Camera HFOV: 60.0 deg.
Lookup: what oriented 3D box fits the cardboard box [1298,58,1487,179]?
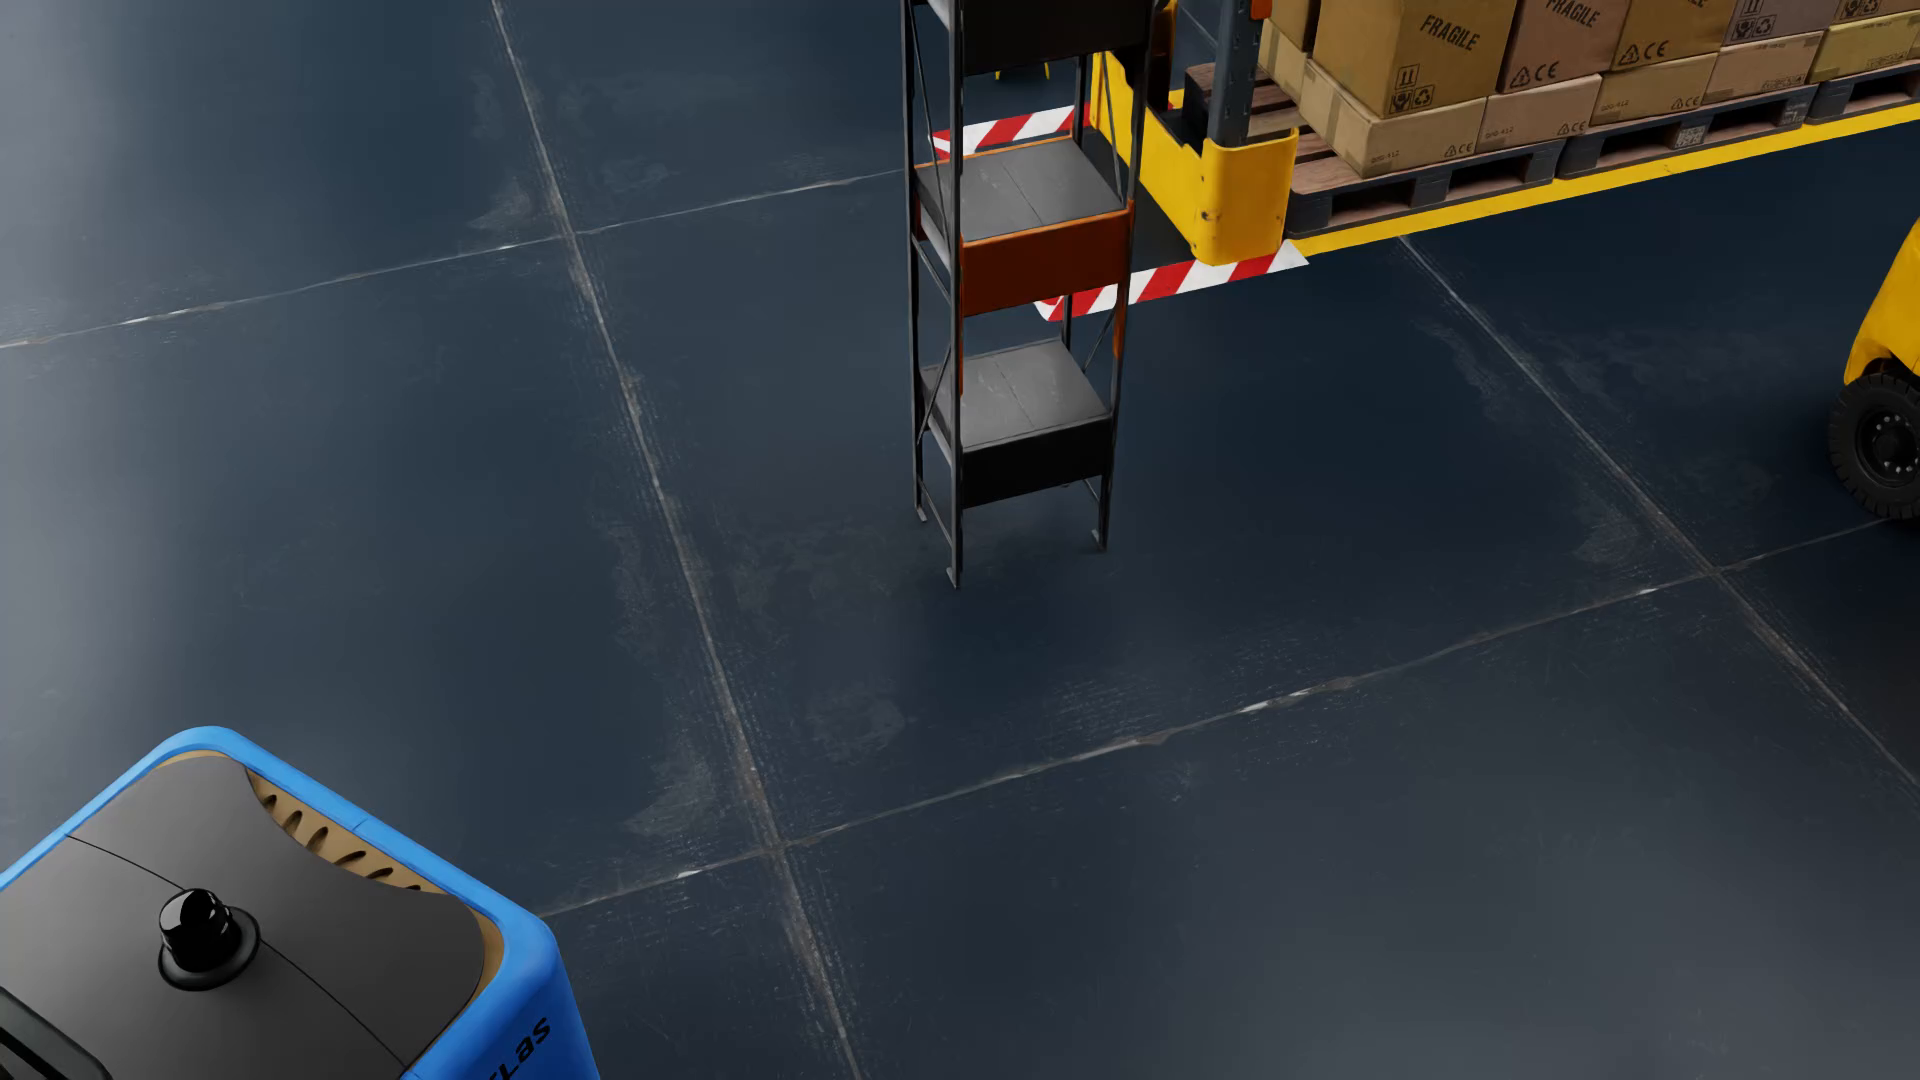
[{"bbox_3d":[1.669,-1.681,6.452,0.500,0.250,0.500,-15,47,-14],"label":"cardboard box"}]

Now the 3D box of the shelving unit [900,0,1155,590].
[{"bbox_3d":[0.156,-0.781,4.546,0.503,2.100,0.431,-14,47,-14],"label":"shelving unit"}]

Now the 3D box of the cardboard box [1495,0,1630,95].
[{"bbox_3d":[2.182,-2.081,6.321,0.500,0.500,0.500,-16,47,-15],"label":"cardboard box"}]

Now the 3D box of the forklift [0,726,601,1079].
[{"bbox_3d":[-1.930,1.143,2.041,1.130,2.935,3.031,24,50,22],"label":"forklift"}]

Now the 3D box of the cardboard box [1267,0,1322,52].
[{"bbox_3d":[1.481,-2.302,6.542,0.500,0.500,0.500,-14,47,-14],"label":"cardboard box"}]

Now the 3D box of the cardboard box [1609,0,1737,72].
[{"bbox_3d":[2.656,-2.196,6.436,0.500,0.500,0.500,-13,47,-13],"label":"cardboard box"}]

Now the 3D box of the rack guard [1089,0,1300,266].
[{"bbox_3d":[0.888,-1.630,6.521,0.348,0.500,1.175,-14,47,-14],"label":"rack guard"}]

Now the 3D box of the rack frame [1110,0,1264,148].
[{"bbox_3d":[0.816,-2.494,5.618,0.127,3.000,1.000,-14,47,-14],"label":"rack frame"}]

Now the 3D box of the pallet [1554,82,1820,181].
[{"bbox_3d":[2.810,-1.990,7.085,1.213,0.211,1.003,-14,47,-14],"label":"pallet"}]

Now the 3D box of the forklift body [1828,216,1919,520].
[{"bbox_3d":[3.669,-0.560,4.289,1.214,2.155,2.313,-14,47,-14],"label":"forklift body"}]

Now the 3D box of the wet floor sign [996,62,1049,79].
[{"bbox_3d":[0.274,-2.330,7.116,0.232,0.644,0.267,0,45,0],"label":"wet floor sign"}]

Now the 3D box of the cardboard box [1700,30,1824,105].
[{"bbox_3d":[3.137,-2.058,6.828,0.500,0.250,0.500,-14,47,-13],"label":"cardboard box"}]

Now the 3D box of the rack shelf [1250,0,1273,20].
[{"bbox_3d":[2.698,-2.721,6.352,4.000,0.370,1.077,-14,47,-14],"label":"rack shelf"}]

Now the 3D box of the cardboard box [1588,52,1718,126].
[{"bbox_3d":[2.661,-1.938,6.709,0.500,0.250,0.500,-11,46,-11],"label":"cardboard box"}]

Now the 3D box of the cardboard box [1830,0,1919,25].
[{"bbox_3d":[3.636,-2.453,6.693,0.500,0.500,0.500,-14,47,-13],"label":"cardboard box"}]

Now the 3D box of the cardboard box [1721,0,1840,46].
[{"bbox_3d":[3.156,-2.330,6.570,0.500,0.500,0.500,-12,46,-12],"label":"cardboard box"}]

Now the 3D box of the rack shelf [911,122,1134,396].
[{"bbox_3d":[0.156,-0.771,4.556,0.480,0.518,0.431,-14,47,-14],"label":"rack shelf"}]

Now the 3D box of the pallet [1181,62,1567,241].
[{"bbox_3d":[1.664,-1.699,6.795,1.213,0.211,1.003,-14,47,-14],"label":"pallet"}]

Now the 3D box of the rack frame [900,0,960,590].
[{"bbox_3d":[-0.074,-0.722,4.487,0.015,2.100,0.400,-14,47,-14],"label":"rack frame"}]

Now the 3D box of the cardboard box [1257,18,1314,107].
[{"bbox_3d":[1.508,-2.051,6.821,0.500,0.250,0.500,-15,47,-14],"label":"cardboard box"}]

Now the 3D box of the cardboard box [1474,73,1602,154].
[{"bbox_3d":[2.152,-1.799,6.570,0.500,0.250,0.500,-13,46,-12],"label":"cardboard box"}]

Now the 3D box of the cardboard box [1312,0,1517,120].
[{"bbox_3d":[1.691,-1.952,6.193,0.500,0.500,0.500,-16,47,-15],"label":"cardboard box"}]

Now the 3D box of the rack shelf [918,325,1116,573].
[{"bbox_3d":[0.156,-0.277,5.051,0.480,0.518,0.431,-14,47,-14],"label":"rack shelf"}]

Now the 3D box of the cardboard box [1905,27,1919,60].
[{"bbox_3d":[4.114,-2.312,7.081,0.500,0.250,0.500,-12,46,-12],"label":"cardboard box"}]

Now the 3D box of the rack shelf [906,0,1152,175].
[{"bbox_3d":[0.156,-1.266,4.060,0.480,0.518,0.431,-14,47,-14],"label":"rack shelf"}]

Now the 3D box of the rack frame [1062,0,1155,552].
[{"bbox_3d":[0.385,-0.840,4.604,0.015,2.100,0.400,-14,47,-14],"label":"rack frame"}]

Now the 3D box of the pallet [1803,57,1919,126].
[{"bbox_3d":[3.959,-2.286,7.380,1.213,0.211,1.003,-14,47,-14],"label":"pallet"}]

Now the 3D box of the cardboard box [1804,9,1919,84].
[{"bbox_3d":[3.617,-2.177,6.947,0.500,0.250,0.500,-15,47,-15],"label":"cardboard box"}]
